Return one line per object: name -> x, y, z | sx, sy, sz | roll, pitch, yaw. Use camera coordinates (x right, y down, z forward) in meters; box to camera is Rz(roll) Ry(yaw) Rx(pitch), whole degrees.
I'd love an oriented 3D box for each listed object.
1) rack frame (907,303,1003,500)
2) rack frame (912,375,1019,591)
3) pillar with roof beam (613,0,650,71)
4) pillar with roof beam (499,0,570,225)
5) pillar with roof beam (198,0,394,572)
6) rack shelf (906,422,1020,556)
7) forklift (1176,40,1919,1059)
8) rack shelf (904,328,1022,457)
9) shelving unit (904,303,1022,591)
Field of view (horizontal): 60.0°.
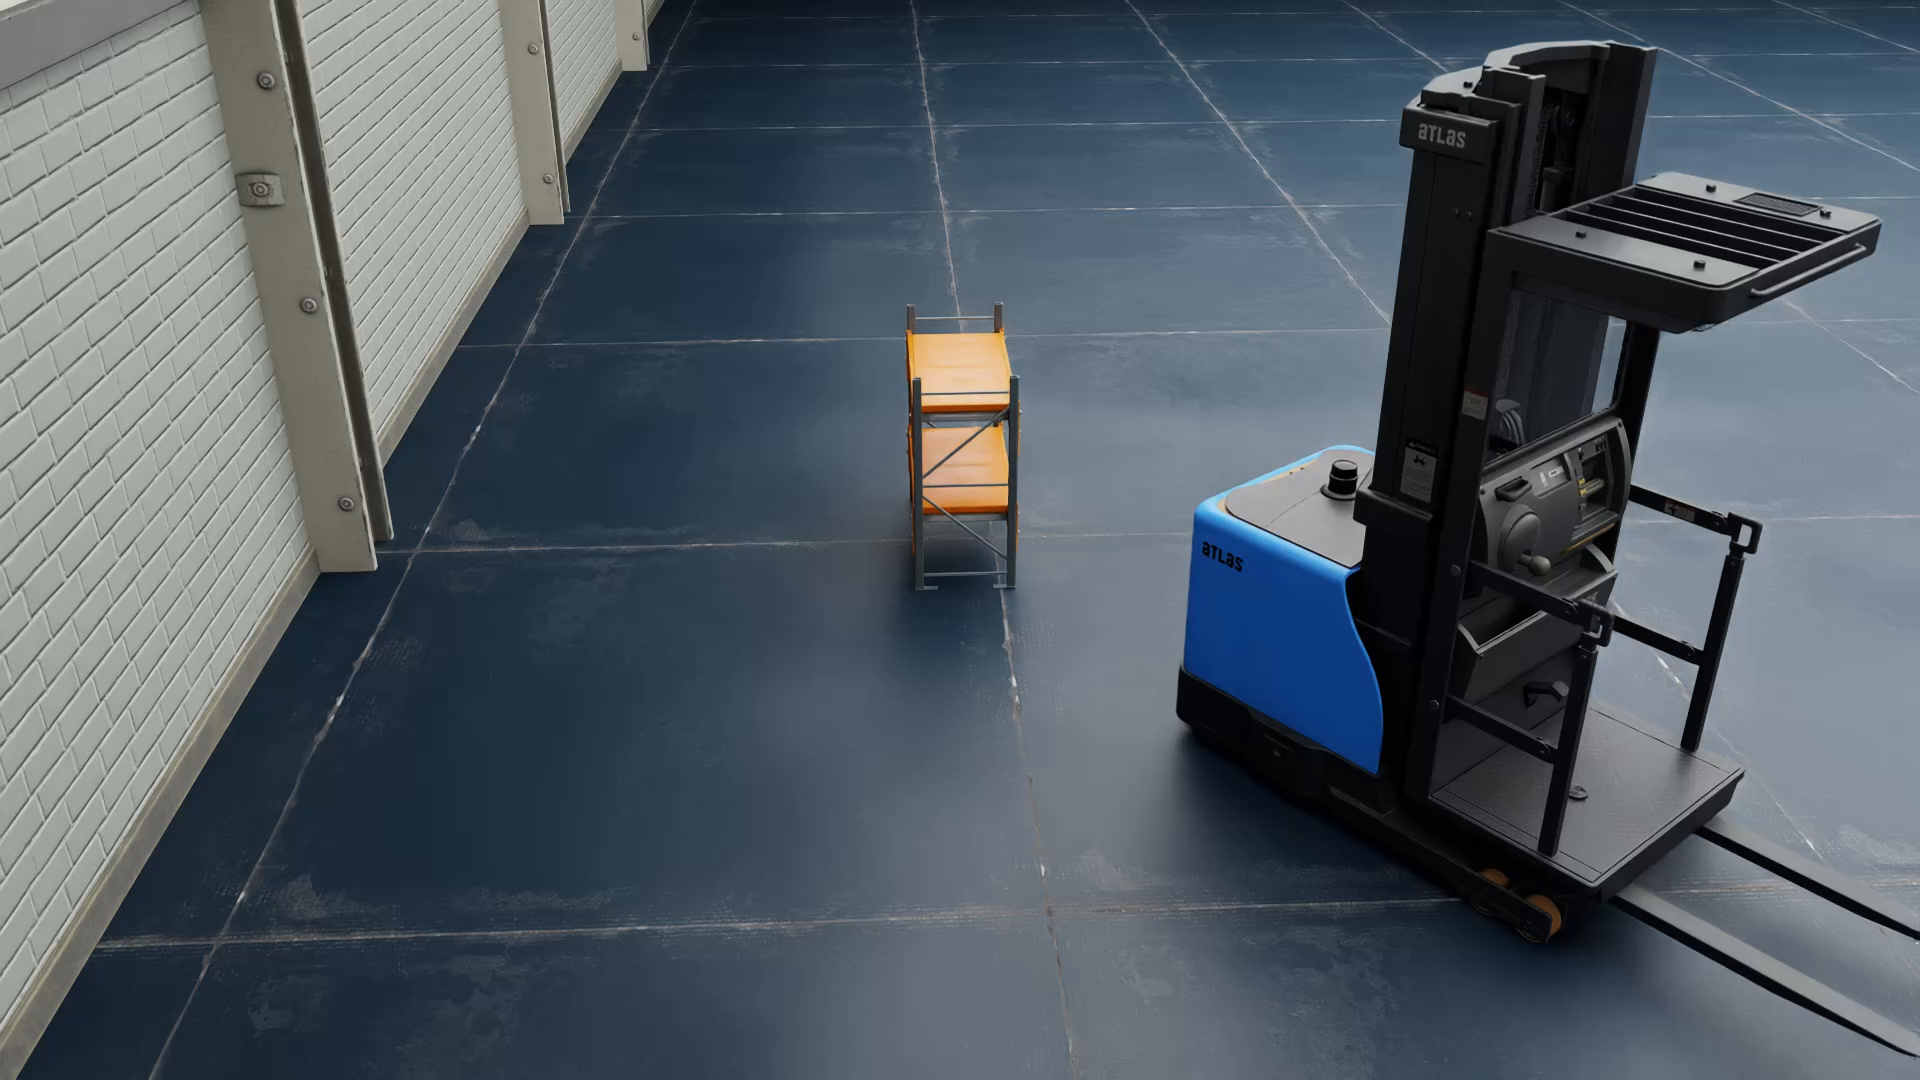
rack frame -> -0.026, -0.730, 8.934 | 0.500, 1.125, 0.032 | -1, 28, -3
rack frame -> 0.027, -0.261, 8.034 | 0.500, 1.125, 0.032 | -1, 28, -3
pillar with roof beam -> 0.535, -9.567, 17.362 | 9.100, 9.000, 0.400 | -1, 28, -3
pillar with roof beam -> 0.849, -6.796, 12.049 | 9.100, 9.000, 0.400 | -1, 28, -3
pillar with roof beam -> 1.162, -4.025, 6.737 | 9.100, 9.000, 0.400 | -1, 28, -3
rack shelf -> 0.000, -0.279, 8.597 | 0.538, 0.278, 1.000 | -1, 28, -3
forklift -> 2.270, -0.121, 5.812 | 1.130, 2.935, 3.031 | -22, 34, -35
rack shelf -> 0.000, -0.755, 8.349 | 0.538, 0.278, 1.000 | -1, 28, -3
shelving unit -> 0.000, -0.496, 8.484 | 0.538, 1.125, 1.048 | -1, 28, -3
